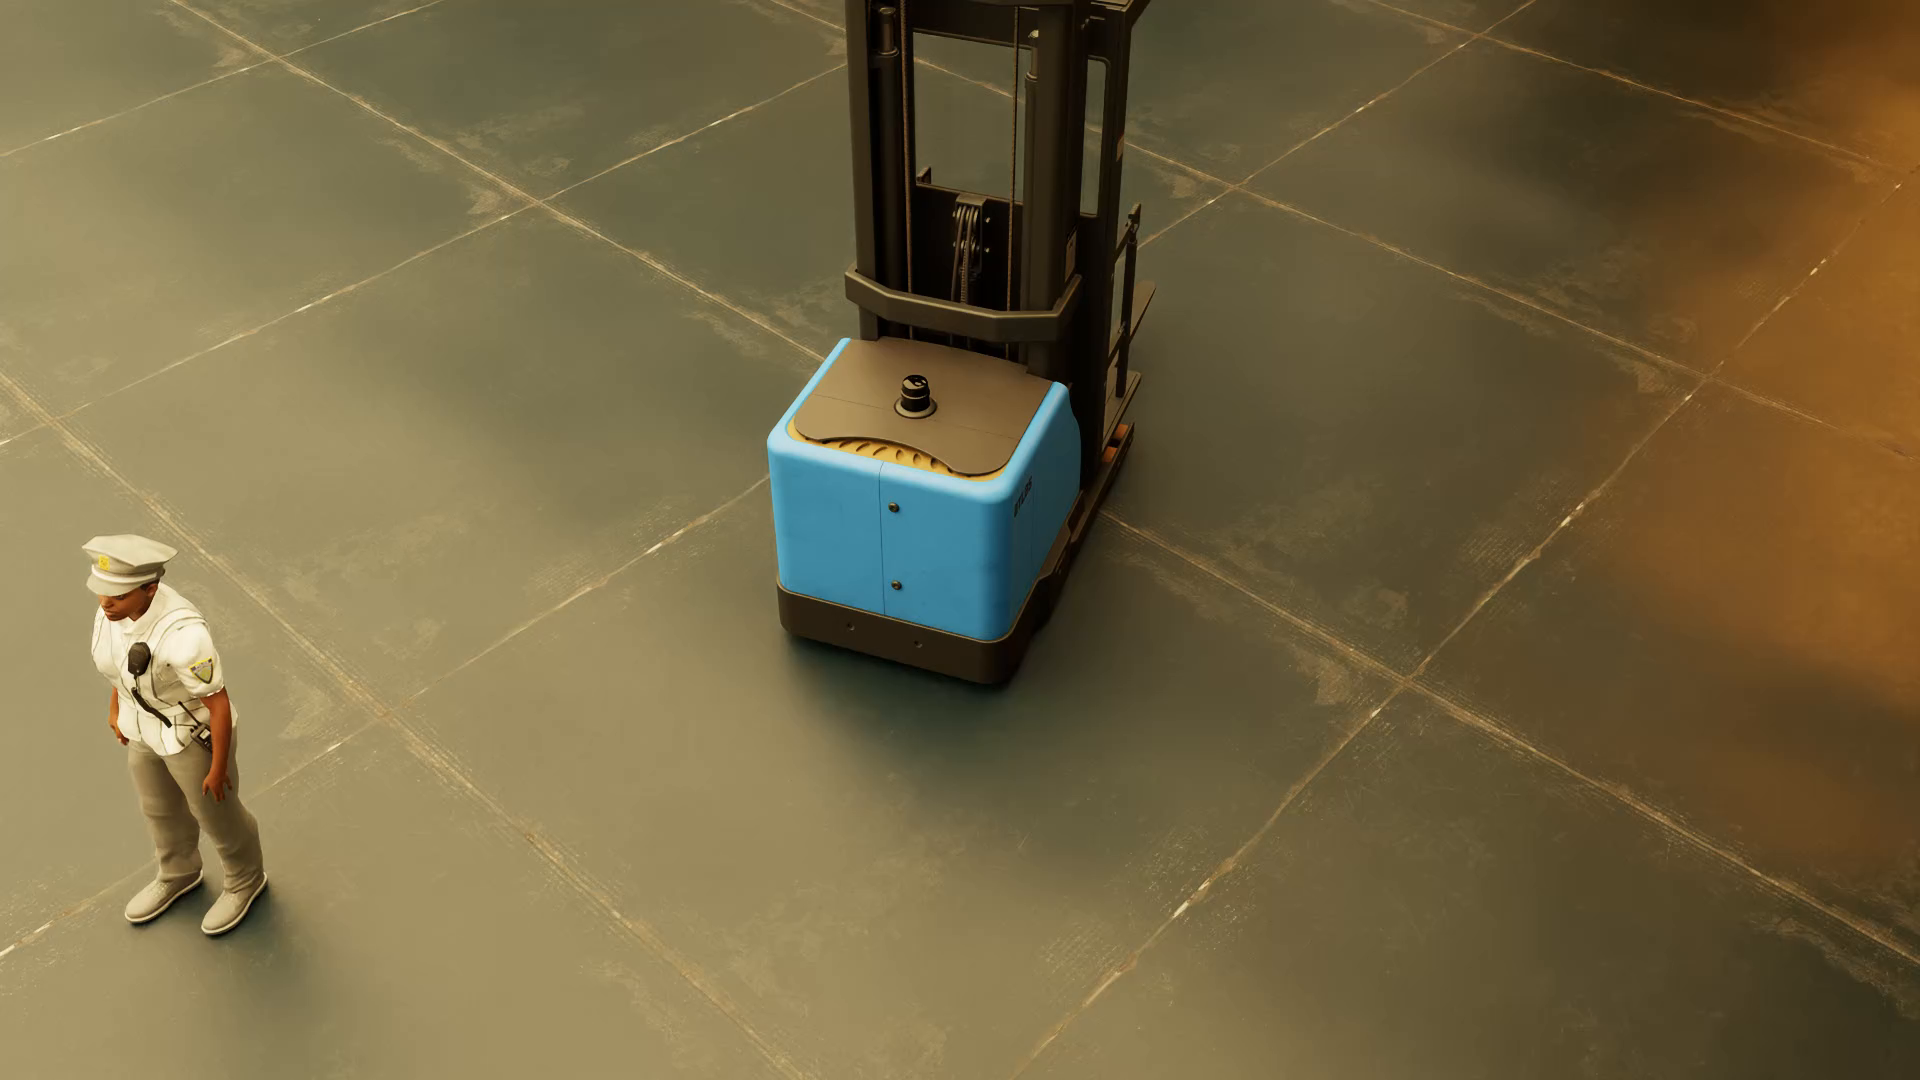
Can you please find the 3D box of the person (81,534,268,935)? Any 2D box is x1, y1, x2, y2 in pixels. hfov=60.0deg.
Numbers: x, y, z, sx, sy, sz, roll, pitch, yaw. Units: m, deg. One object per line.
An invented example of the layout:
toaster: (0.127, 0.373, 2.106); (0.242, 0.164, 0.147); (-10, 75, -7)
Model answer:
person: (-2.685, 0.680, 5.574); (0.569, 1.694, 0.530); (22, 45, 23)

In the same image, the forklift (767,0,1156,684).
forklift: (0.211, -1.484, 7.158); (1.130, 2.935, 3.031); (14, 42, 15)
